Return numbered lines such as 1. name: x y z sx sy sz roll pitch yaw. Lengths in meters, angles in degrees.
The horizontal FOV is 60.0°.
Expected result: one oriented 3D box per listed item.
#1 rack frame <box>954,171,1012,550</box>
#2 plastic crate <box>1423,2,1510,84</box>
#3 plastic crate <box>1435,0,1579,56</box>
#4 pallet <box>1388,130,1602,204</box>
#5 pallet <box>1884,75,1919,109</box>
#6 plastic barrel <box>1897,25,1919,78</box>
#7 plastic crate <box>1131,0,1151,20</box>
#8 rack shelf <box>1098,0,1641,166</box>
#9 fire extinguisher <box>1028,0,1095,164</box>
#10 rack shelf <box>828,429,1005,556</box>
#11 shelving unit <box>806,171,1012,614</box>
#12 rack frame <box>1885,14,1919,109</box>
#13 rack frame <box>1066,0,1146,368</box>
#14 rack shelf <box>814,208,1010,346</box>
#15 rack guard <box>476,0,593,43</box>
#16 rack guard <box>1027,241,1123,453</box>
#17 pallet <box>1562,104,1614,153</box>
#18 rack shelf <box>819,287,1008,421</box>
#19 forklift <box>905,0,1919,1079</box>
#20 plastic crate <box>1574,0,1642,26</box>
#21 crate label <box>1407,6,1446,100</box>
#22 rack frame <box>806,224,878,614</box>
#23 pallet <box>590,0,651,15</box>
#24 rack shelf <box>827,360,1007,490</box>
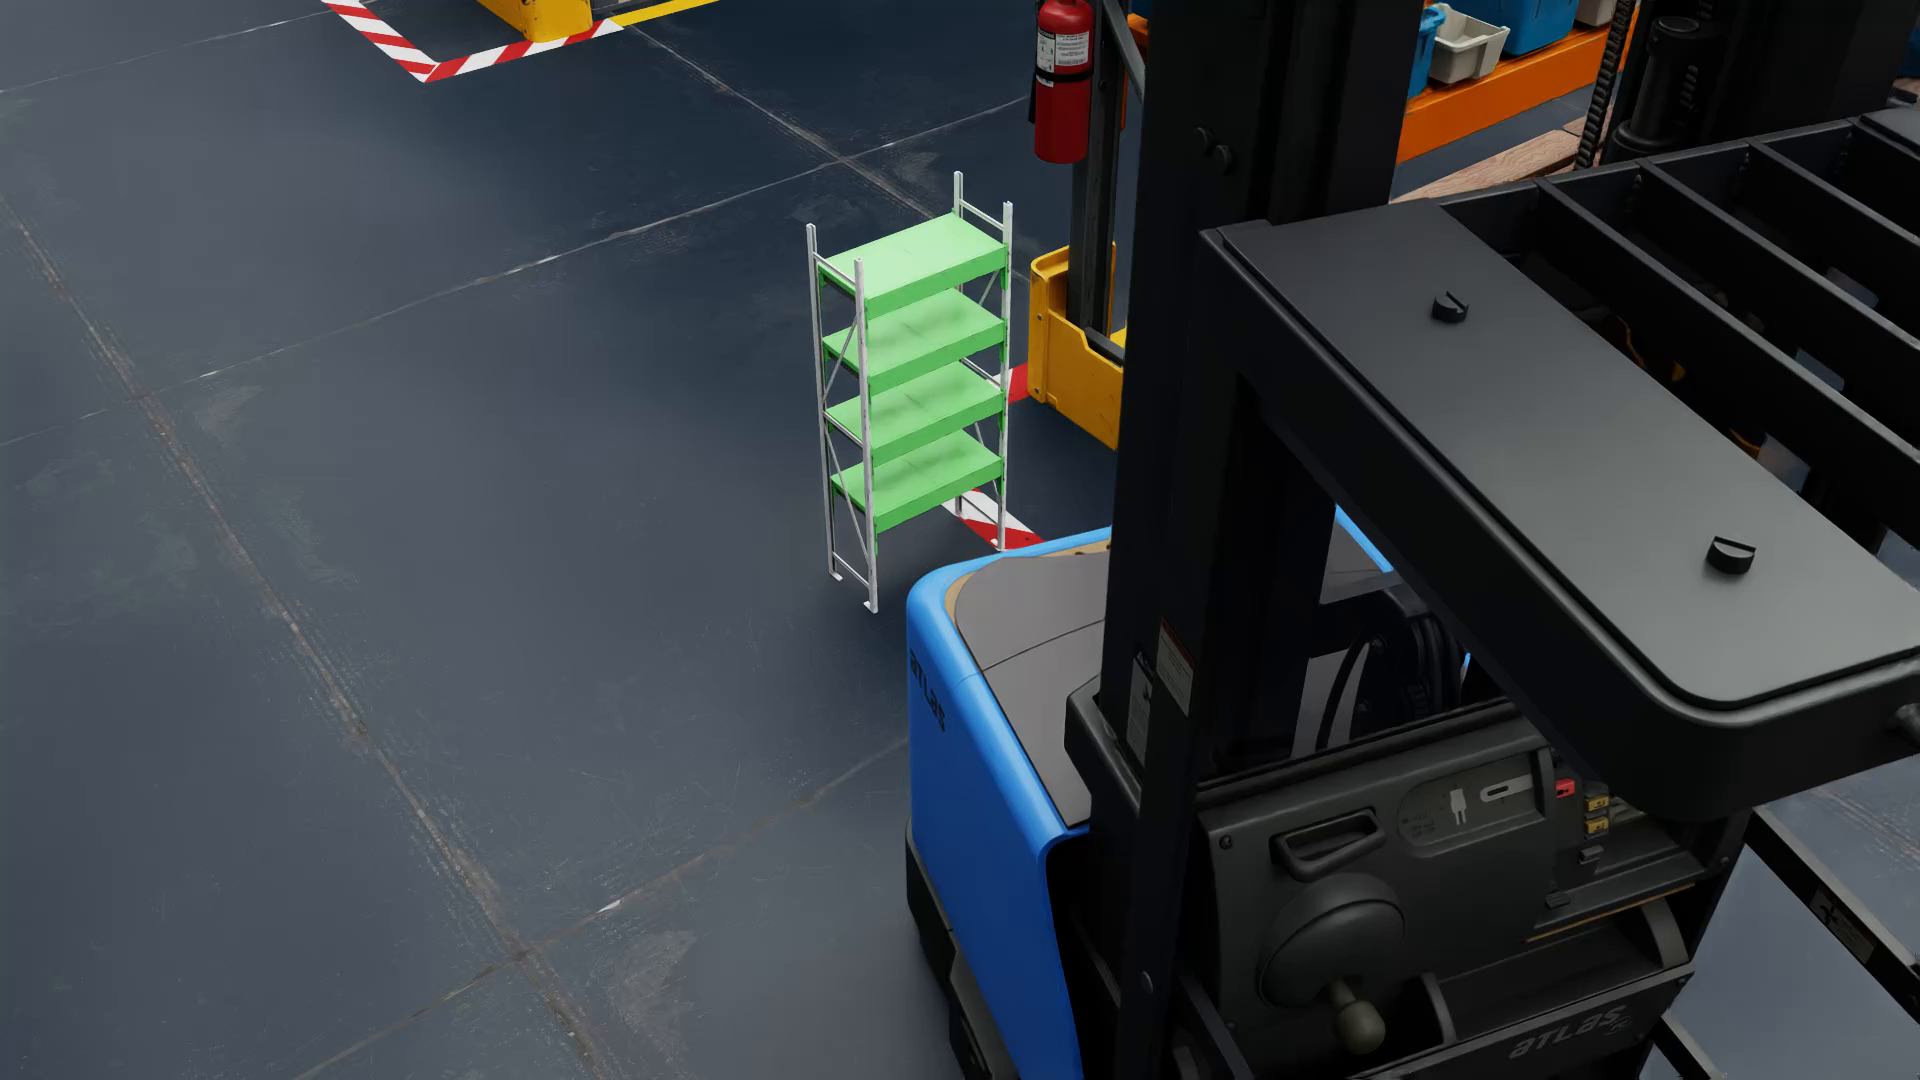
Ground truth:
1. rack frame: 0.062 -0.494 4.906 0.015 1.200 0.240 -26 46 -28
2. plastic crate: 1.417 -1.423 4.781 0.298 0.136 0.250 -26 46 -28
3. plastic crate: 1.634 -1.633 4.960 0.300 0.233 0.416 -26 46 -28
4. pallet: 2.360 -1.180 6.522 1.213 0.211 1.003 -26 46 -28
5. pallet: 4.524 -2.235 7.808 1.213 0.211 1.003 -26 46 -28
6. plastic barrel: 4.329 -2.589 7.364 0.708 0.901 0.600 -26 46 -28
7. plastic crate: 0.867 -1.750 4.943 0.499 0.435 0.616 -26 46 -28
8. rack shelf: 2.301 -1.985 5.872 4.000 0.370 1.077 -26 46 -28
9. fire extinguisher: 0.319 -1.486 5.052 0.183 0.674 0.296 -26 46 -28
10. rack shelf: -0.131 -0.165 4.984 0.480 0.148 0.258 -26 46 -28
11. shelving unit: -0.131 -0.400 4.791 0.503 1.200 0.258 -26 46 -28
12. rack frame: 3.887 -3.036 6.586 0.127 3.000 1.000 -26 46 -28
13. rack frame: 0.715 -1.490 4.701 0.127 3.000 1.000 -26 46 -28
14. rack shelf: -0.131 -0.722 4.527 0.480 0.148 0.258 -26 46 -28
15. rack guard: -2.322 -3.005 8.519 0.348 0.500 1.175 -26 46 -28
16. rack guard: 0.704 -0.508 5.475 0.348 0.500 1.175 -26 46 -28
17. pallet: 3.328 -1.654 7.100 1.213 0.211 1.003 -26 46 -28
18. rack shelf: -0.131 -0.536 4.680 0.480 0.148 0.258 -26 46 -28
19. forklift: 0.860 0.537 2.285 1.130 2.935 3.031 -13 41 -16
20. plastic crate: 1.954 -1.686 5.100 0.298 0.136 0.250 -26 46 -28
21. crate label: 1.112 -1.378 4.650 0.303 0.233 0.416 -26 46 -28
22. rack frame: -0.325 -0.306 4.676 0.015 1.200 0.240 -26 46 -28
23. pallet: -1.716 -3.251 9.047 1.213 0.211 1.003 -26 46 -28
24. rack shelf: -0.131 -0.351 4.832 0.480 0.148 0.258 -26 46 -28
